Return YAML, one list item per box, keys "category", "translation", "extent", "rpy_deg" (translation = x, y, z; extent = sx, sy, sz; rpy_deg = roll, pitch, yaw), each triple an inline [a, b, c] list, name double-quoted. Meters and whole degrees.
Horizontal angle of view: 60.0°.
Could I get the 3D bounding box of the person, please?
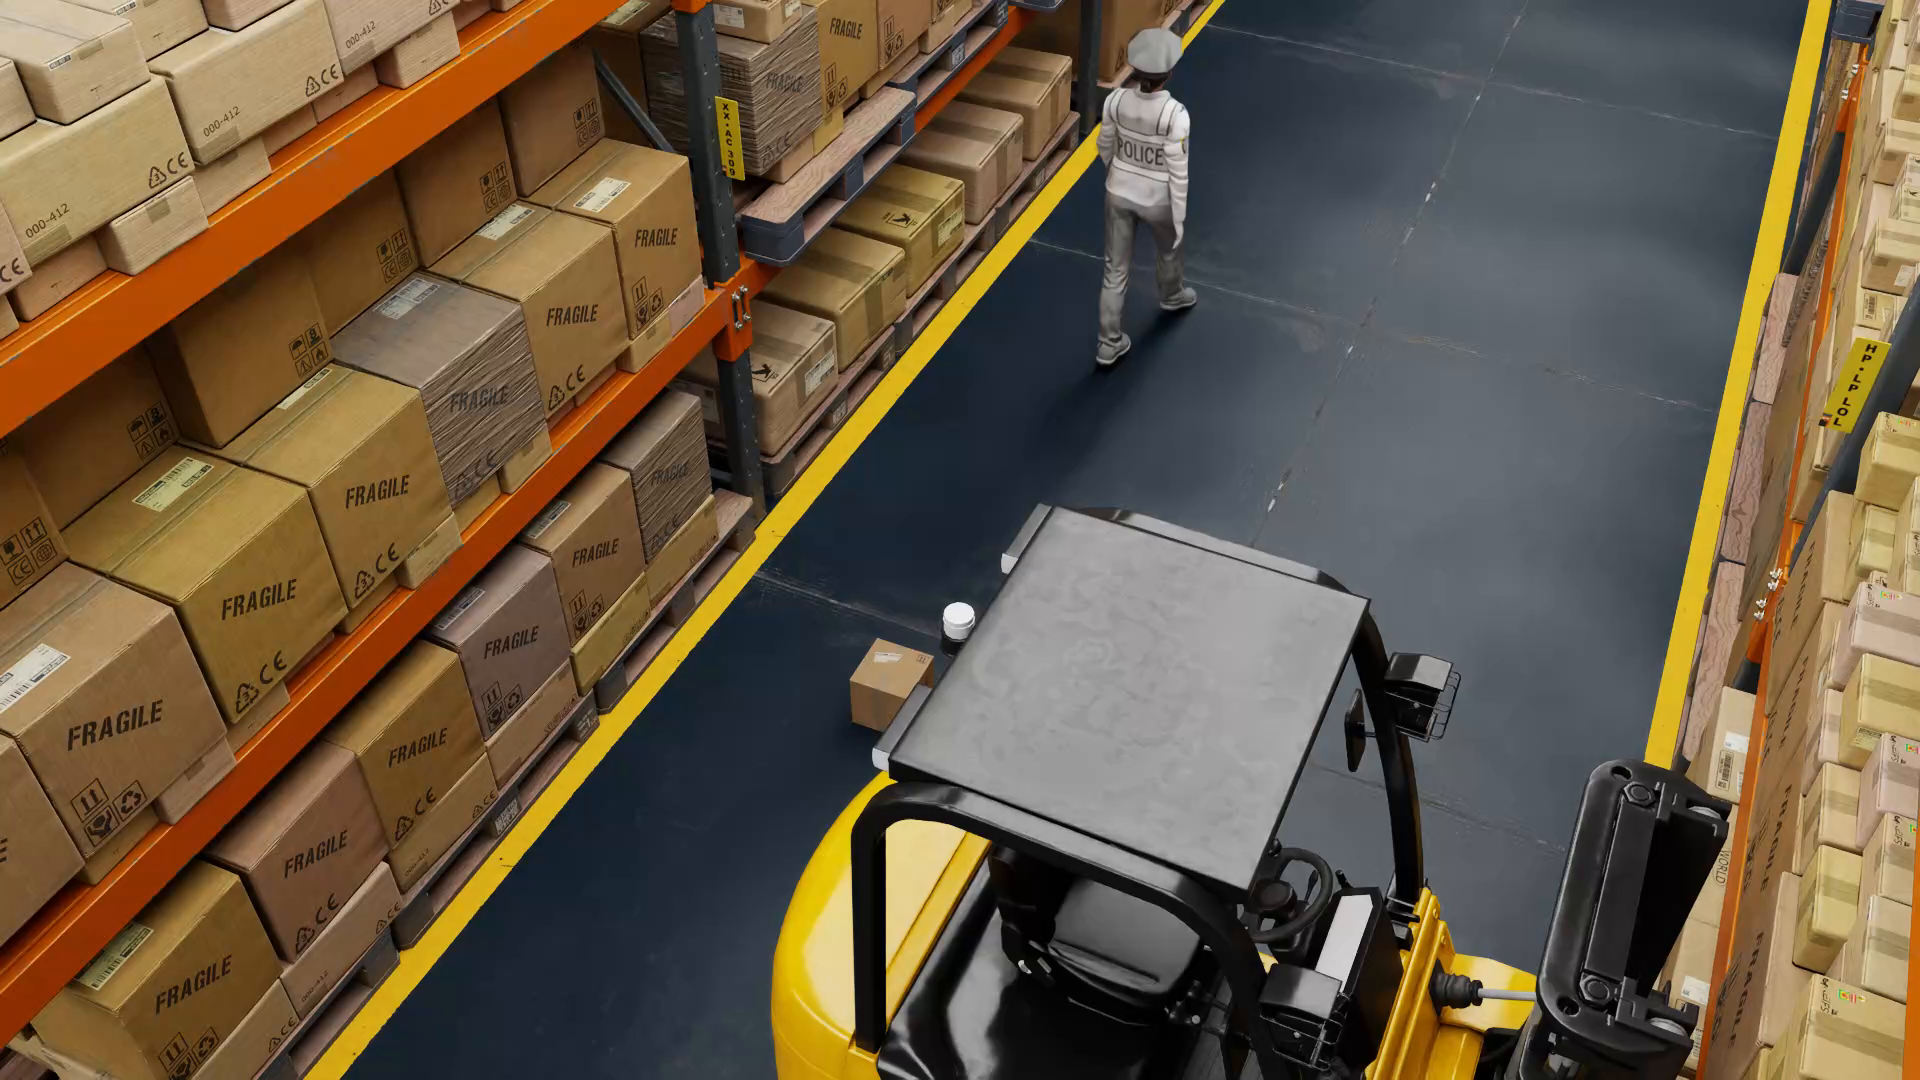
- category: "person"
  translation: [0.910, -1.712, 8.059]
  extent: [0.520, 1.672, 0.865]
  rpy_deg: [18, 45, 19]
